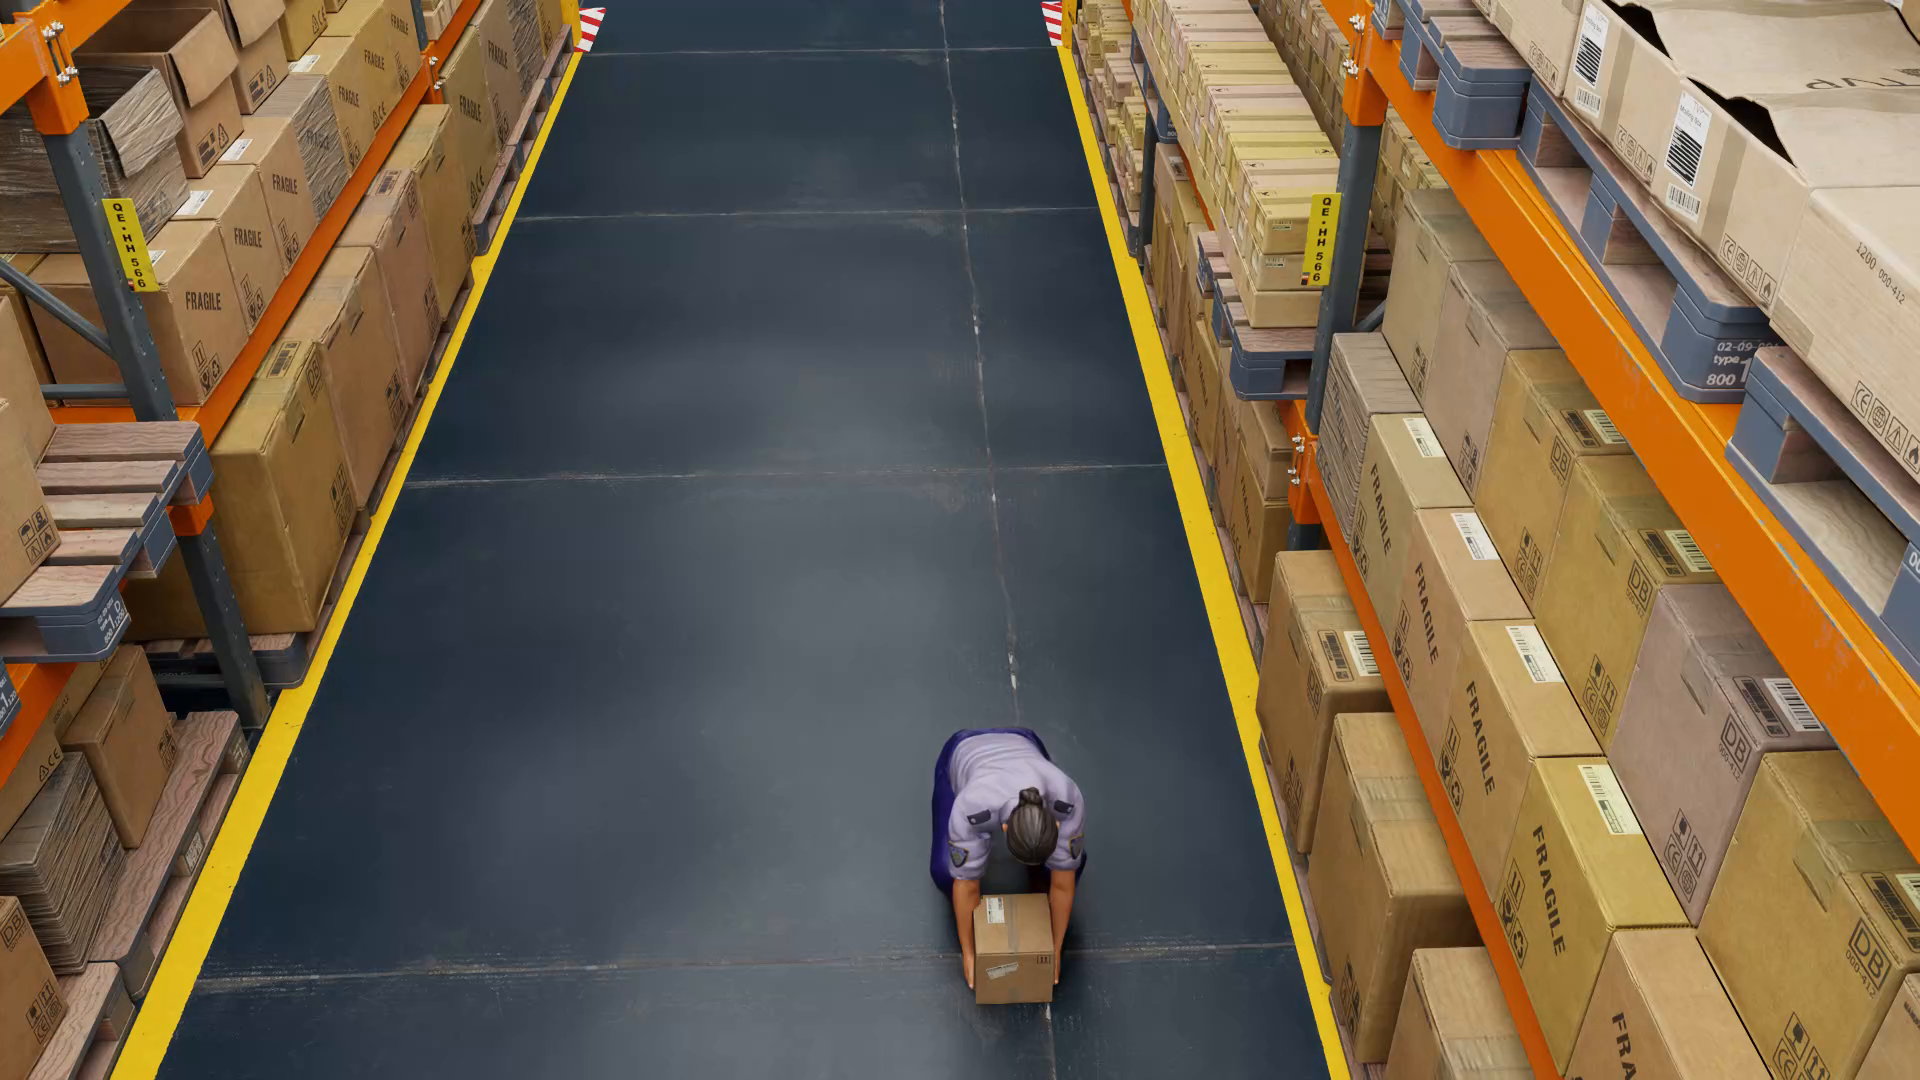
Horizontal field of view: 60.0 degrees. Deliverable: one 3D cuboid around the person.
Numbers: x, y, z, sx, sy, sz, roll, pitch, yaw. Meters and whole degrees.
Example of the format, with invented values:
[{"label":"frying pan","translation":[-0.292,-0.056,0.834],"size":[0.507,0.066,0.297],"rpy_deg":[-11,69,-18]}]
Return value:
[{"label":"person","translation":[0.157,0.976,5.605],"size":[0.529,0.798,0.837],"rpy_deg":[-2,35,-3]}]
